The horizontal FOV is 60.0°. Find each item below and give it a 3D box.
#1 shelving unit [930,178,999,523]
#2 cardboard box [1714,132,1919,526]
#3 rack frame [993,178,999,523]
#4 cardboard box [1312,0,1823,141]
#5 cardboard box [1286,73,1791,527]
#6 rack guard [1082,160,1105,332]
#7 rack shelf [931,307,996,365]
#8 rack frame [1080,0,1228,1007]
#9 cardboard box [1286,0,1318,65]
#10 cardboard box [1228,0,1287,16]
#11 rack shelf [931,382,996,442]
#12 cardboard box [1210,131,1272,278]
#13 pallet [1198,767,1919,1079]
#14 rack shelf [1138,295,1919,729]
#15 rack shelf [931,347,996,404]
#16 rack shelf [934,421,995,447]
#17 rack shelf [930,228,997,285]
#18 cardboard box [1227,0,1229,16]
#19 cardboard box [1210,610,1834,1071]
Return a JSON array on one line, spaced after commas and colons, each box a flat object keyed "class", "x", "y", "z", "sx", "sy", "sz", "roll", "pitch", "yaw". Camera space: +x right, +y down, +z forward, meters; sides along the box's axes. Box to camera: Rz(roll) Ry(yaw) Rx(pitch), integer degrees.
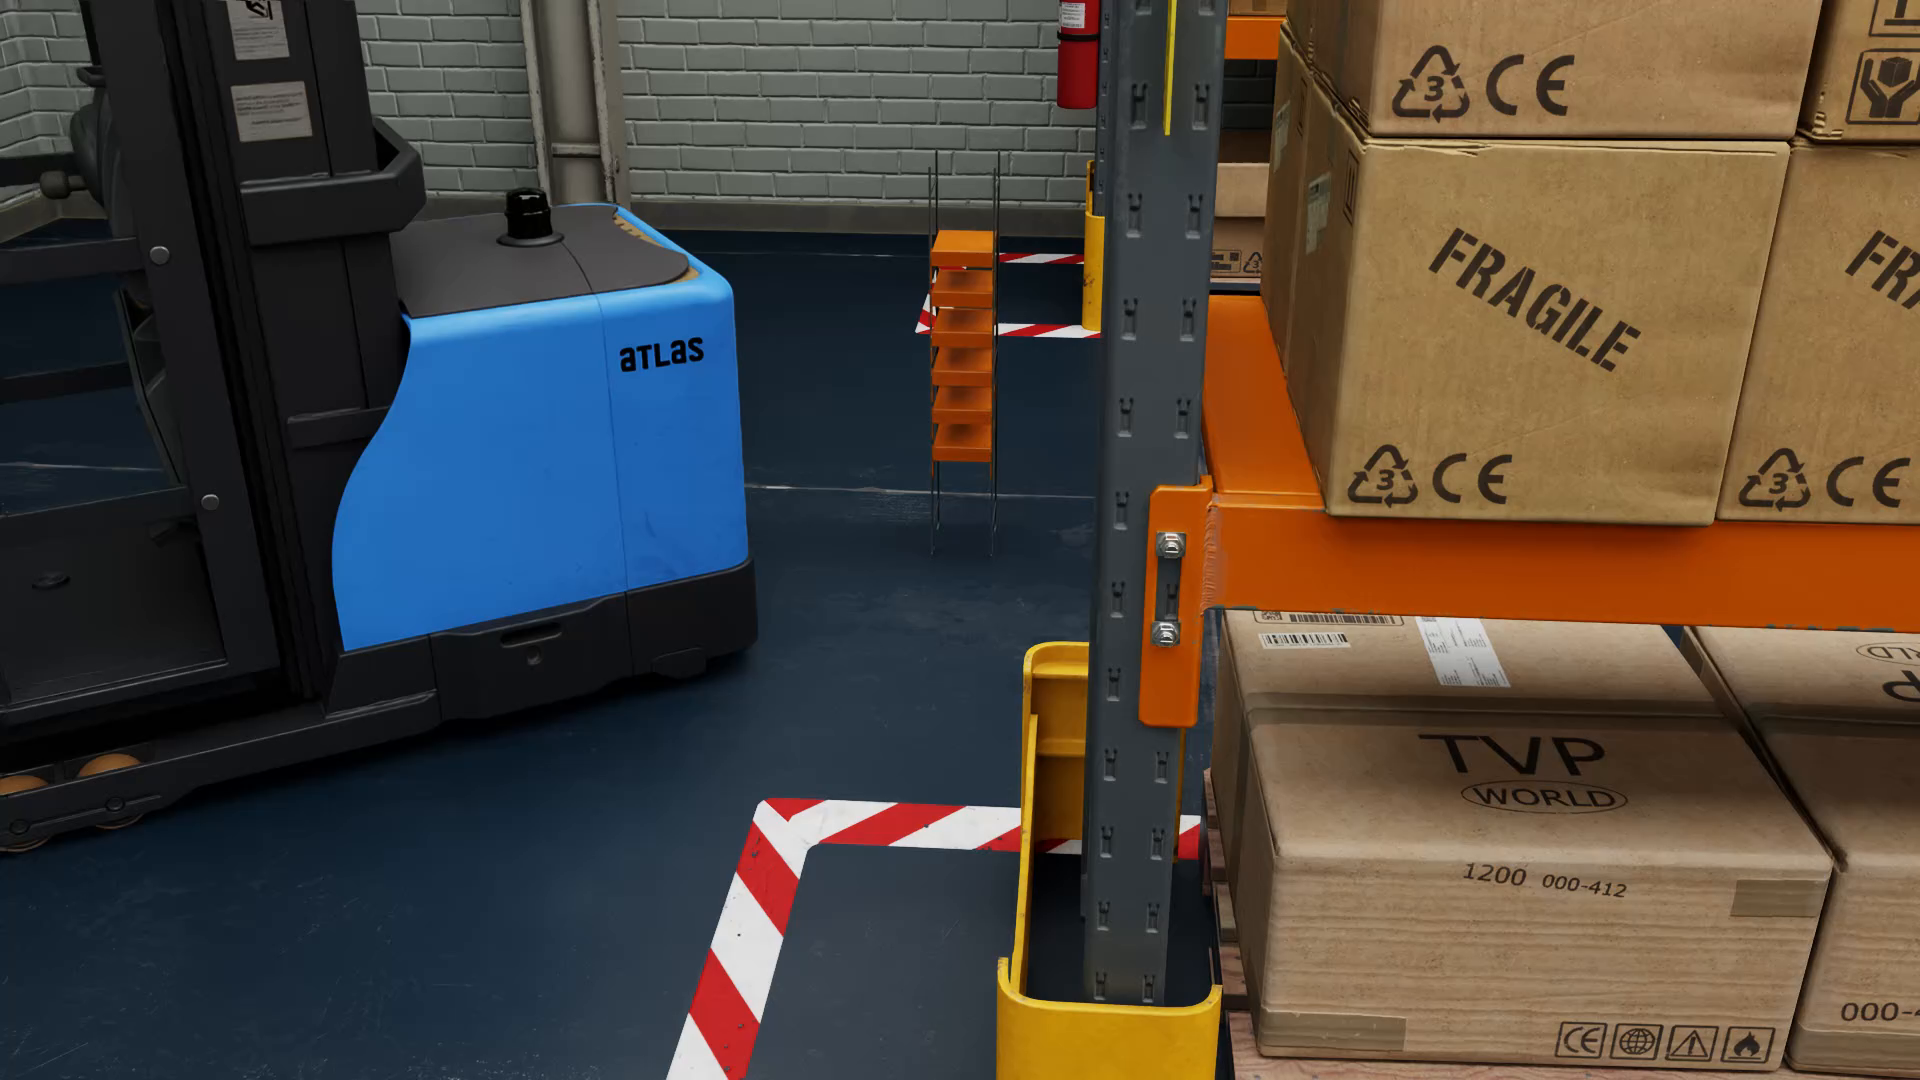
[{"class": "shelving unit", "x": 0.016, "y": -0.545, "z": 4.998, "sx": 0.183, "sy": 1.046, "sz": 0.258, "roll": 2, "pitch": 25, "yaw": 4}, {"class": "cardboard box", "x": 1.258, "y": -0.347, "z": 2.297, "sx": 0.500, "sy": 0.500, "sz": 0.500, "roll": 1, "pitch": 25, "yaw": 3}, {"class": "rack frame", "x": 0.106, "y": -0.542, "z": 4.993, "sx": 0.002, "sy": 1.046, "sz": 0.228, "roll": 2, "pitch": 25, "yaw": 4}, {"class": "cardboard box", "x": 0.752, "y": -0.807, "z": 2.100, "sx": 0.500, "sy": 0.500, "sz": 0.500, "roll": 1, "pitch": 25, "yaw": 3}, {"class": "cardboard box", "x": 0.751, "y": -0.352, "z": 2.307, "sx": 0.500, "sy": 0.500, "sz": 0.500, "roll": 2, "pitch": 25, "yaw": 4}, {"class": "rack guard", "x": 0.747, "y": -1.372, "z": 7.634, "sx": 0.348, "sy": 0.500, "sz": 1.175, "roll": 2, "pitch": 25, "yaw": 4}, {"class": "rack shelf", "x": 0.014, "y": -0.613, "z": 4.967, "sx": 0.180, "sy": 0.103, "sz": 0.258, "roll": 2, "pitch": 25, "yaw": 4}, {"class": "rack frame", "x": 0.295, "y": -0.441, "z": 2.621, "sx": 0.127, "sy": 3.000, "sz": 1.000, "roll": 2, "pitch": 25, "yaw": 4}, {"class": "cardboard box", "x": 0.794, "y": -1.025, "z": 2.573, "sx": 0.500, "sy": 0.500, "sz": 0.500, "roll": 3, "pitch": 25, "yaw": 6}, {"class": "cardboard box", "x": 1.235, "y": -2.283, "z": 6.923, "sx": 0.250, "sy": 0.149, "sz": 0.380, "roll": 2, "pitch": 25, "yaw": 5}, {"class": "rack shelf", "x": 0.014, "y": -0.395, "z": 5.067, "sx": 0.180, "sy": 0.103, "sz": 0.258, "roll": 2, "pitch": 25, "yaw": 4}, {"class": "cardboard box", "x": 1.274, "y": -1.508, "z": 7.423, "sx": 0.637, "sy": 0.503, "sz": 0.797, "roll": 1, "pitch": 25, "yaw": 2}, {"class": "pallet", "x": 1.098, "y": 0.818, "z": 3.219, "sx": 1.213, "sy": 0.211, "sz": 1.003, "roll": 2, "pitch": 25, "yaw": 4}, {"class": "rack shelf", "x": 2.289, "y": -0.051, "z": 2.632, "sx": 4.000, "sy": 0.370, "sz": 1.077, "roll": 2, "pitch": 25, "yaw": 4}, {"class": "rack shelf", "x": 0.014, "y": -0.504, "z": 5.017, "sx": 0.180, "sy": 0.103, "sz": 0.258, "roll": 2, "pitch": 25, "yaw": 4}, {"class": "rack shelf", "x": 0.014, "y": -0.311, "z": 5.106, "sx": 0.171, "sy": 0.034, "sz": 0.221, "roll": 2, "pitch": 25, "yaw": 4}, {"class": "rack shelf", "x": 0.014, "y": -0.831, "z": 4.866, "sx": 0.180, "sy": 0.103, "sz": 0.258, "roll": 2, "pitch": 25, "yaw": 4}, {"class": "cardboard box", "x": 0.978, "y": -2.271, "z": 6.898, "sx": 0.250, "sy": 0.149, "sz": 0.380, "roll": 2, "pitch": 25, "yaw": 4}, {"class": "cardboard box", "x": 0.960, "y": 0.511, "z": 3.113, "sx": 0.875, "sy": 0.438, "sz": 0.875, "roll": 1, "pitch": 25, "yaw": 2}]
